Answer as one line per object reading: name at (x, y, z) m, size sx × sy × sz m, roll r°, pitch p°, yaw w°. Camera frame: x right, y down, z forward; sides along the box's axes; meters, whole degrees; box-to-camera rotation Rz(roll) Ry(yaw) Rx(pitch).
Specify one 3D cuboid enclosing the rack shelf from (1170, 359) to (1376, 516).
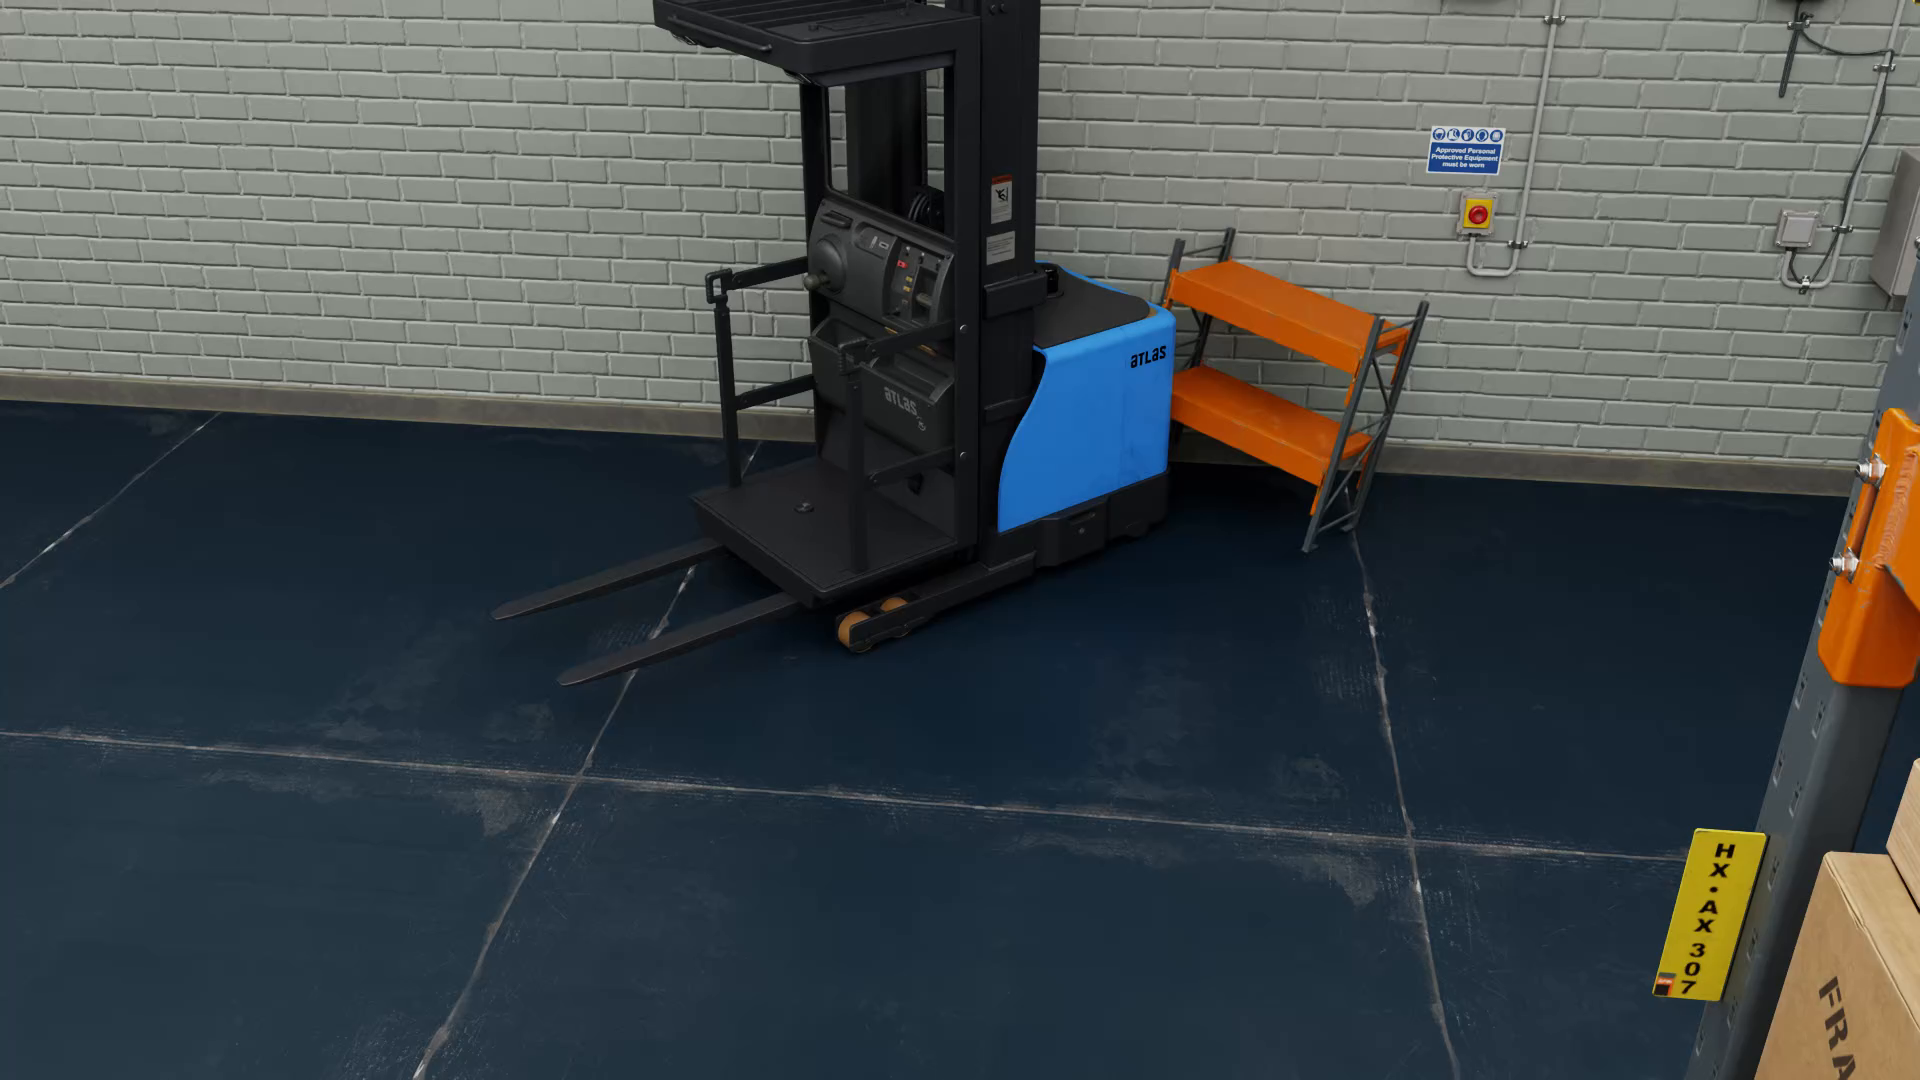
rack shelf at (1.380, -0.499, 7.795) m, size 1.000 × 0.278 × 0.538 m, roll 29°, pitch 31°, yaw 30°

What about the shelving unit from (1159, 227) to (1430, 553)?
shelving unit at (1.425, -0.713, 7.686) m, size 1.048 × 1.125 × 0.538 m, roll 29°, pitch 31°, yaw 30°

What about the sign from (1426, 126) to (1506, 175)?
sign at (2.314, -1.782, 7.610) m, size 0.327 × 0.218 × 0.001 m, roll 3°, pitch 28°, yaw 6°

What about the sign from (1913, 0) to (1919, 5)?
sign at (1.136, -0.751, 1.814) m, size 0.100 × 0.325 × 0.005 m, roll 3°, pitch 28°, yaw 6°

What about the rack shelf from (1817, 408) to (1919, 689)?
rack shelf at (1.441, 0.962, 0.398) m, size 1.077 × 0.370 × 4.000 m, roll 3°, pitch 28°, yaw 6°

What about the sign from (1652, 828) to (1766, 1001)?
sign at (1.136, 0.573, 2.527) m, size 0.100 × 0.325 × 0.005 m, roll 3°, pitch 28°, yaw 6°

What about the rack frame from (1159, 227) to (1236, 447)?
rack frame at (1.039, -0.924, 7.940) m, size 0.032 × 1.125 × 0.500 m, roll 29°, pitch 31°, yaw 30°

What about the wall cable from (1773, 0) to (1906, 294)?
wall cable at (3.763, -2.002, 7.232) m, size 0.588 × 1.984 × 0.122 m, roll 3°, pitch 28°, yaw 6°

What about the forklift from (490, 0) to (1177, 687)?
forklift at (-0.500, -1.108, 6.717) m, size 3.031 × 2.935 × 1.130 m, roll -20°, pitch 34°, yaw -32°

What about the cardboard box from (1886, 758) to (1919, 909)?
cardboard box at (1.368, 0.406, 1.991) m, size 0.380 × 0.149 × 0.250 m, roll 4°, pitch 29°, yaw 7°

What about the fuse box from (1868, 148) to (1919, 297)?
fuse box at (4.421, -0.873, 7.567) m, size 0.539 × 1.711 × 0.414 m, roll 3°, pitch 28°, yaw 6°

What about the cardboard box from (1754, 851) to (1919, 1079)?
cardboard box at (1.345, 0.749, 2.037) m, size 0.500 × 0.500 × 0.500 m, roll 3°, pitch 28°, yaw 5°

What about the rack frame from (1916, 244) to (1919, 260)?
rack frame at (1.686, -1.617, 1.263) m, size 1.000 × 3.000 × 0.127 m, roll 3°, pitch 28°, yaw 6°

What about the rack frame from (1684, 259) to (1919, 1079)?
rack frame at (1.686, 1.024, 2.686) m, size 1.000 × 3.000 × 0.127 m, roll 3°, pitch 28°, yaw 6°

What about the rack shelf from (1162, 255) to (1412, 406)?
rack shelf at (1.478, -0.970, 7.554) m, size 1.000 × 0.278 × 0.538 m, roll 29°, pitch 31°, yaw 30°

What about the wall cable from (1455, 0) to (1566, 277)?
wall cable at (2.354, -2.092, 7.367) m, size 0.585 × 1.953 × 0.123 m, roll 3°, pitch 28°, yaw 6°

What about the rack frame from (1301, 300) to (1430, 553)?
rack frame at (1.811, -0.502, 7.431) m, size 0.032 × 1.125 × 0.500 m, roll 29°, pitch 31°, yaw 30°
